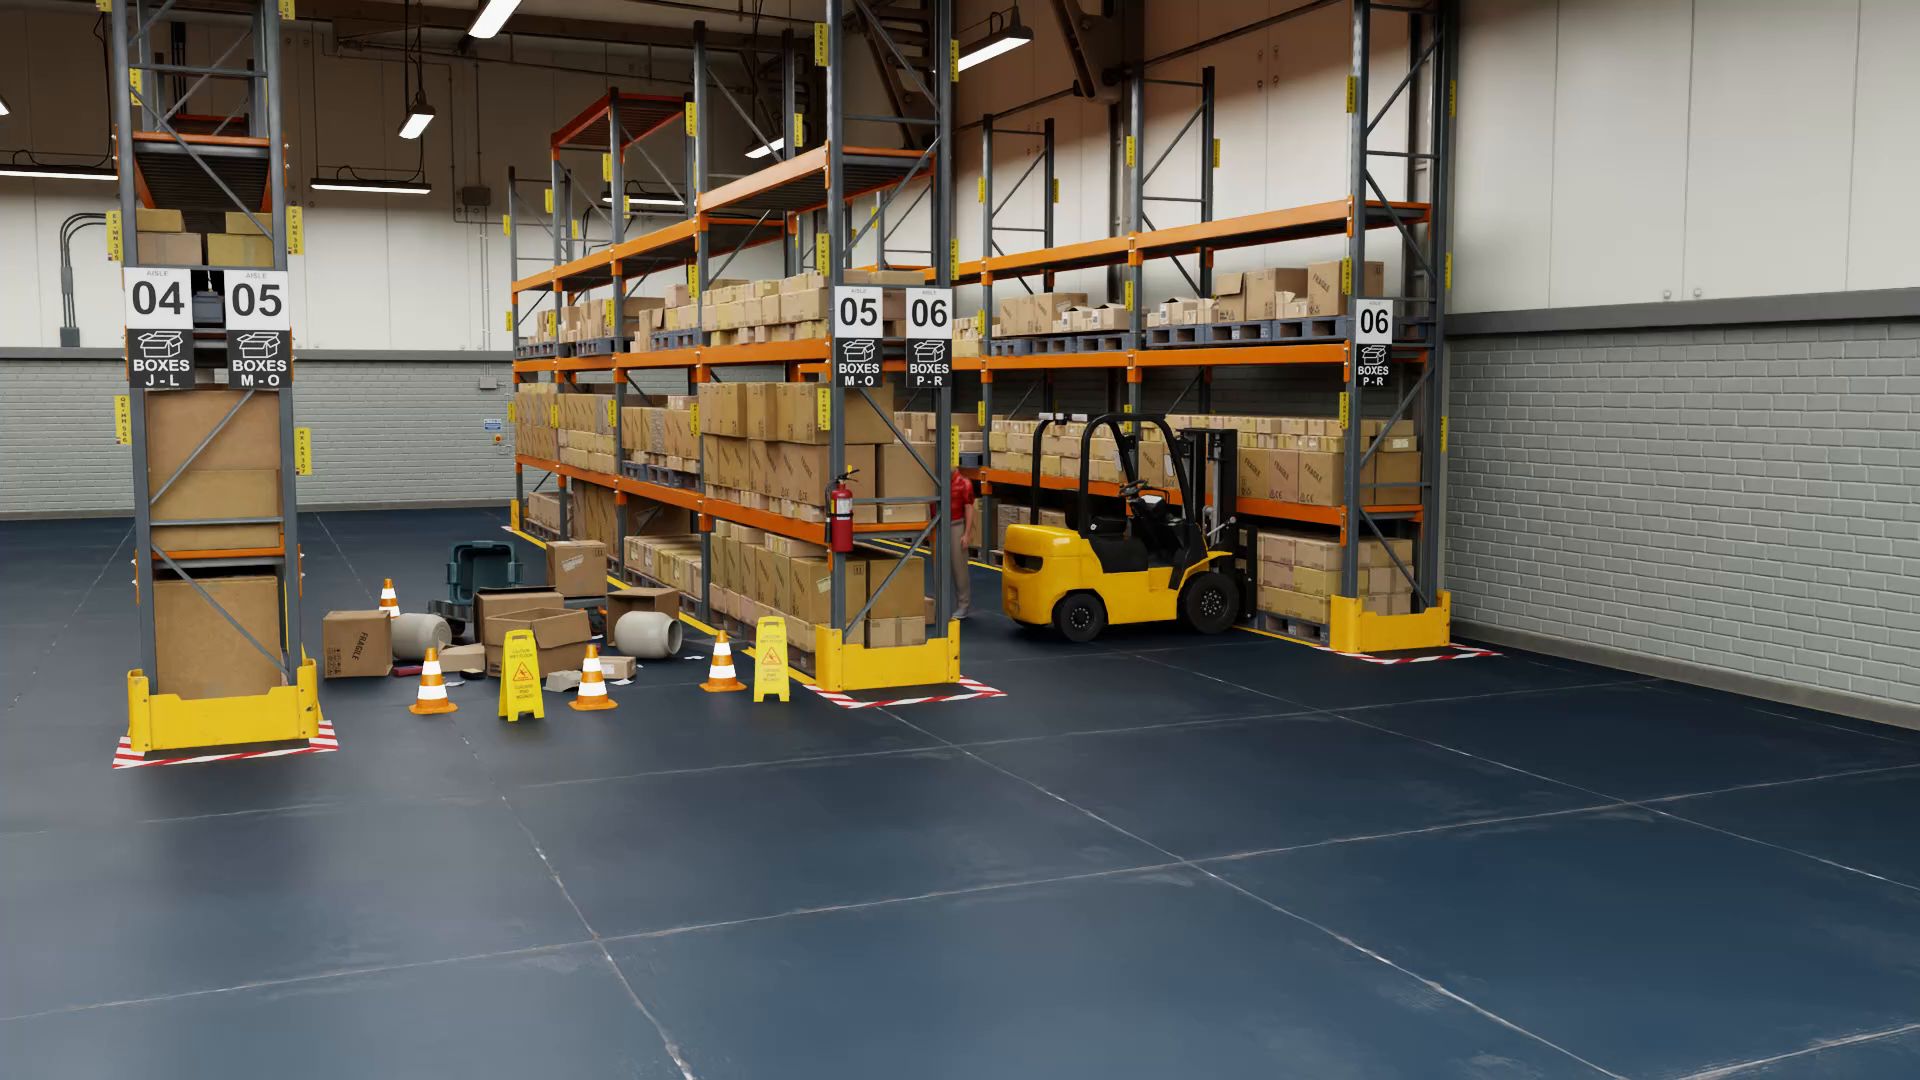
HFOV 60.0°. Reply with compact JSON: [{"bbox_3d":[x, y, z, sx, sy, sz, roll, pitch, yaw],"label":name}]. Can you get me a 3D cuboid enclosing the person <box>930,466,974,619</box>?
[{"bbox_3d":[-0.113,-0.048,17.325,0.534,1.727,0.382,4,7,40],"label":"person"}]
